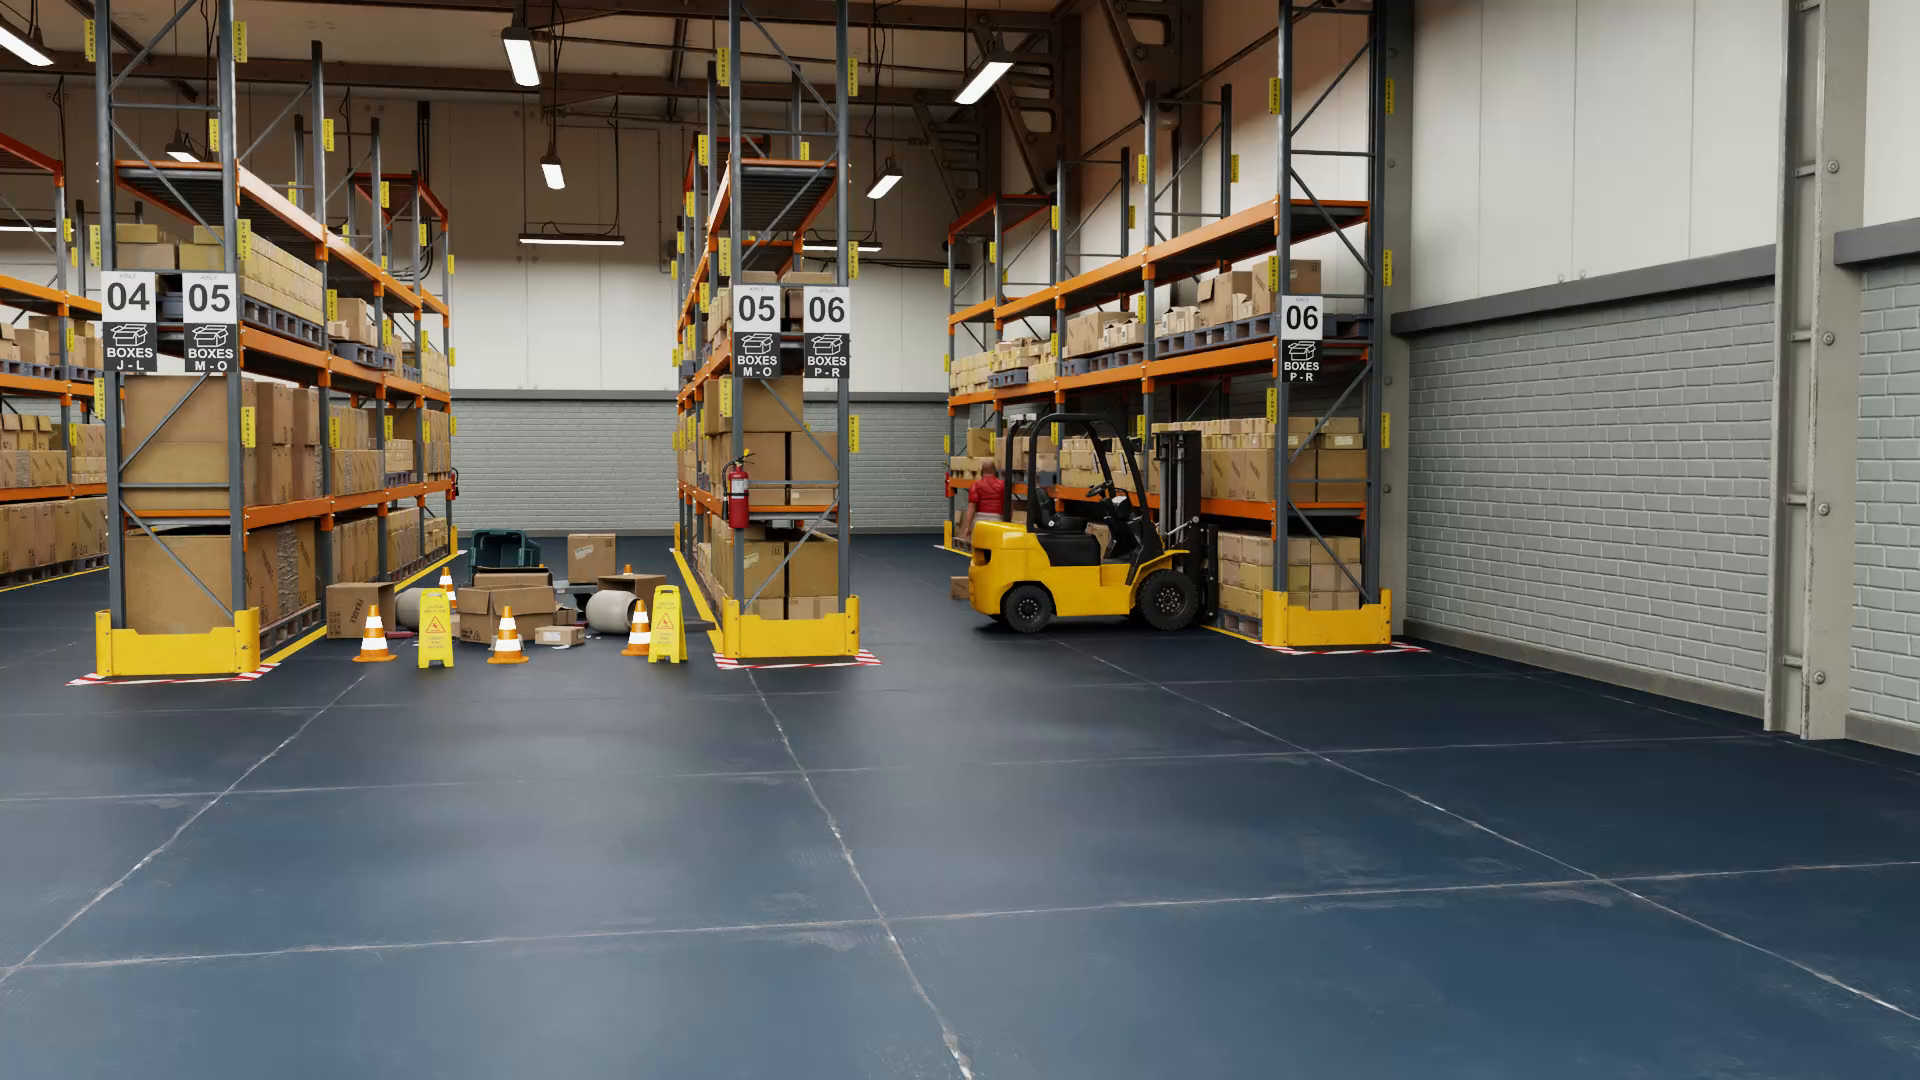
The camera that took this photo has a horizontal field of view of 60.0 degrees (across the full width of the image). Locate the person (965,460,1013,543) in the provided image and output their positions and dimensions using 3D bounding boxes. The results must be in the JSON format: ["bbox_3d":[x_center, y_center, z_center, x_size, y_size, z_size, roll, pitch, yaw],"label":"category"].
[{"bbox_3d":[0.364,-0.171,20.724,0.585,1.655,1.053,0,3,6],"label":"person"}]
